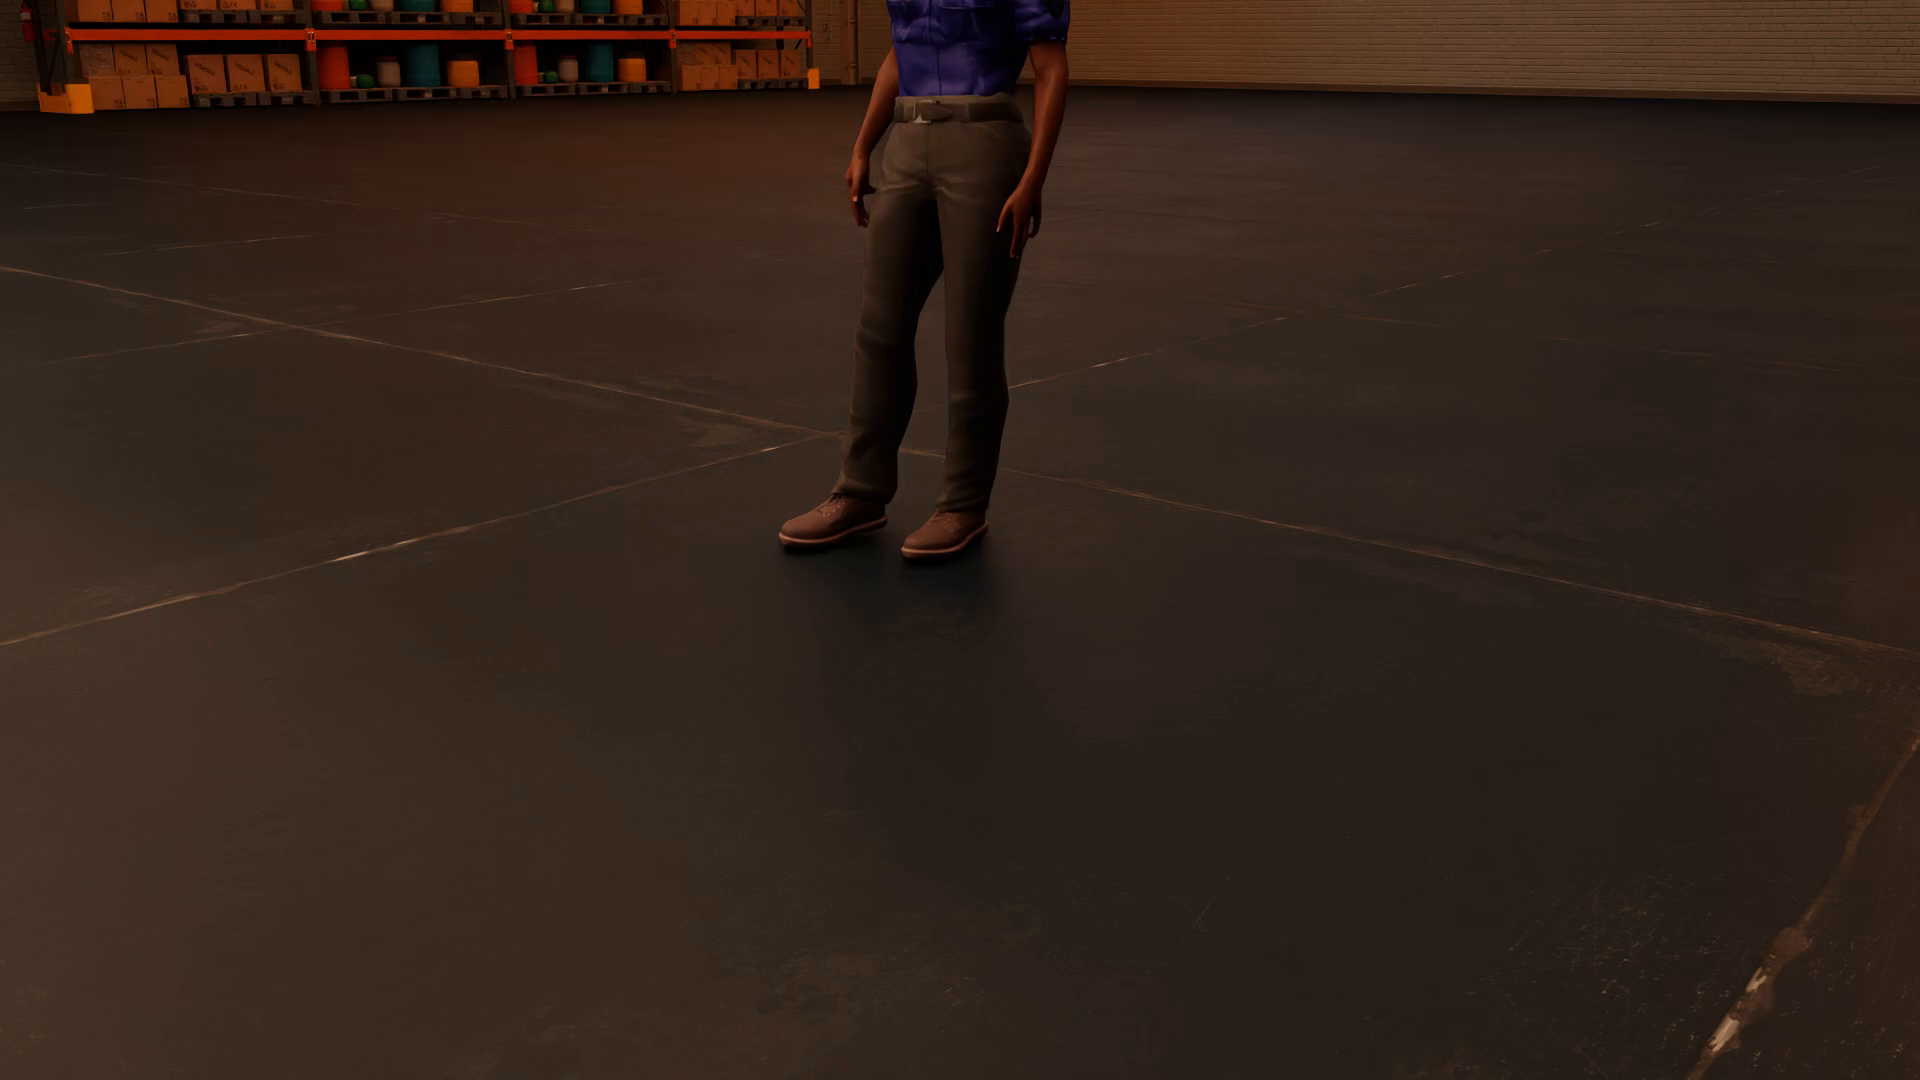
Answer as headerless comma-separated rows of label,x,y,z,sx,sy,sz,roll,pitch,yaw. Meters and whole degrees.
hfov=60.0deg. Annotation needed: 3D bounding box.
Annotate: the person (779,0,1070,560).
person,-0.071,-0.782,3.646,0.570,1.656,0.503,13,21,37
